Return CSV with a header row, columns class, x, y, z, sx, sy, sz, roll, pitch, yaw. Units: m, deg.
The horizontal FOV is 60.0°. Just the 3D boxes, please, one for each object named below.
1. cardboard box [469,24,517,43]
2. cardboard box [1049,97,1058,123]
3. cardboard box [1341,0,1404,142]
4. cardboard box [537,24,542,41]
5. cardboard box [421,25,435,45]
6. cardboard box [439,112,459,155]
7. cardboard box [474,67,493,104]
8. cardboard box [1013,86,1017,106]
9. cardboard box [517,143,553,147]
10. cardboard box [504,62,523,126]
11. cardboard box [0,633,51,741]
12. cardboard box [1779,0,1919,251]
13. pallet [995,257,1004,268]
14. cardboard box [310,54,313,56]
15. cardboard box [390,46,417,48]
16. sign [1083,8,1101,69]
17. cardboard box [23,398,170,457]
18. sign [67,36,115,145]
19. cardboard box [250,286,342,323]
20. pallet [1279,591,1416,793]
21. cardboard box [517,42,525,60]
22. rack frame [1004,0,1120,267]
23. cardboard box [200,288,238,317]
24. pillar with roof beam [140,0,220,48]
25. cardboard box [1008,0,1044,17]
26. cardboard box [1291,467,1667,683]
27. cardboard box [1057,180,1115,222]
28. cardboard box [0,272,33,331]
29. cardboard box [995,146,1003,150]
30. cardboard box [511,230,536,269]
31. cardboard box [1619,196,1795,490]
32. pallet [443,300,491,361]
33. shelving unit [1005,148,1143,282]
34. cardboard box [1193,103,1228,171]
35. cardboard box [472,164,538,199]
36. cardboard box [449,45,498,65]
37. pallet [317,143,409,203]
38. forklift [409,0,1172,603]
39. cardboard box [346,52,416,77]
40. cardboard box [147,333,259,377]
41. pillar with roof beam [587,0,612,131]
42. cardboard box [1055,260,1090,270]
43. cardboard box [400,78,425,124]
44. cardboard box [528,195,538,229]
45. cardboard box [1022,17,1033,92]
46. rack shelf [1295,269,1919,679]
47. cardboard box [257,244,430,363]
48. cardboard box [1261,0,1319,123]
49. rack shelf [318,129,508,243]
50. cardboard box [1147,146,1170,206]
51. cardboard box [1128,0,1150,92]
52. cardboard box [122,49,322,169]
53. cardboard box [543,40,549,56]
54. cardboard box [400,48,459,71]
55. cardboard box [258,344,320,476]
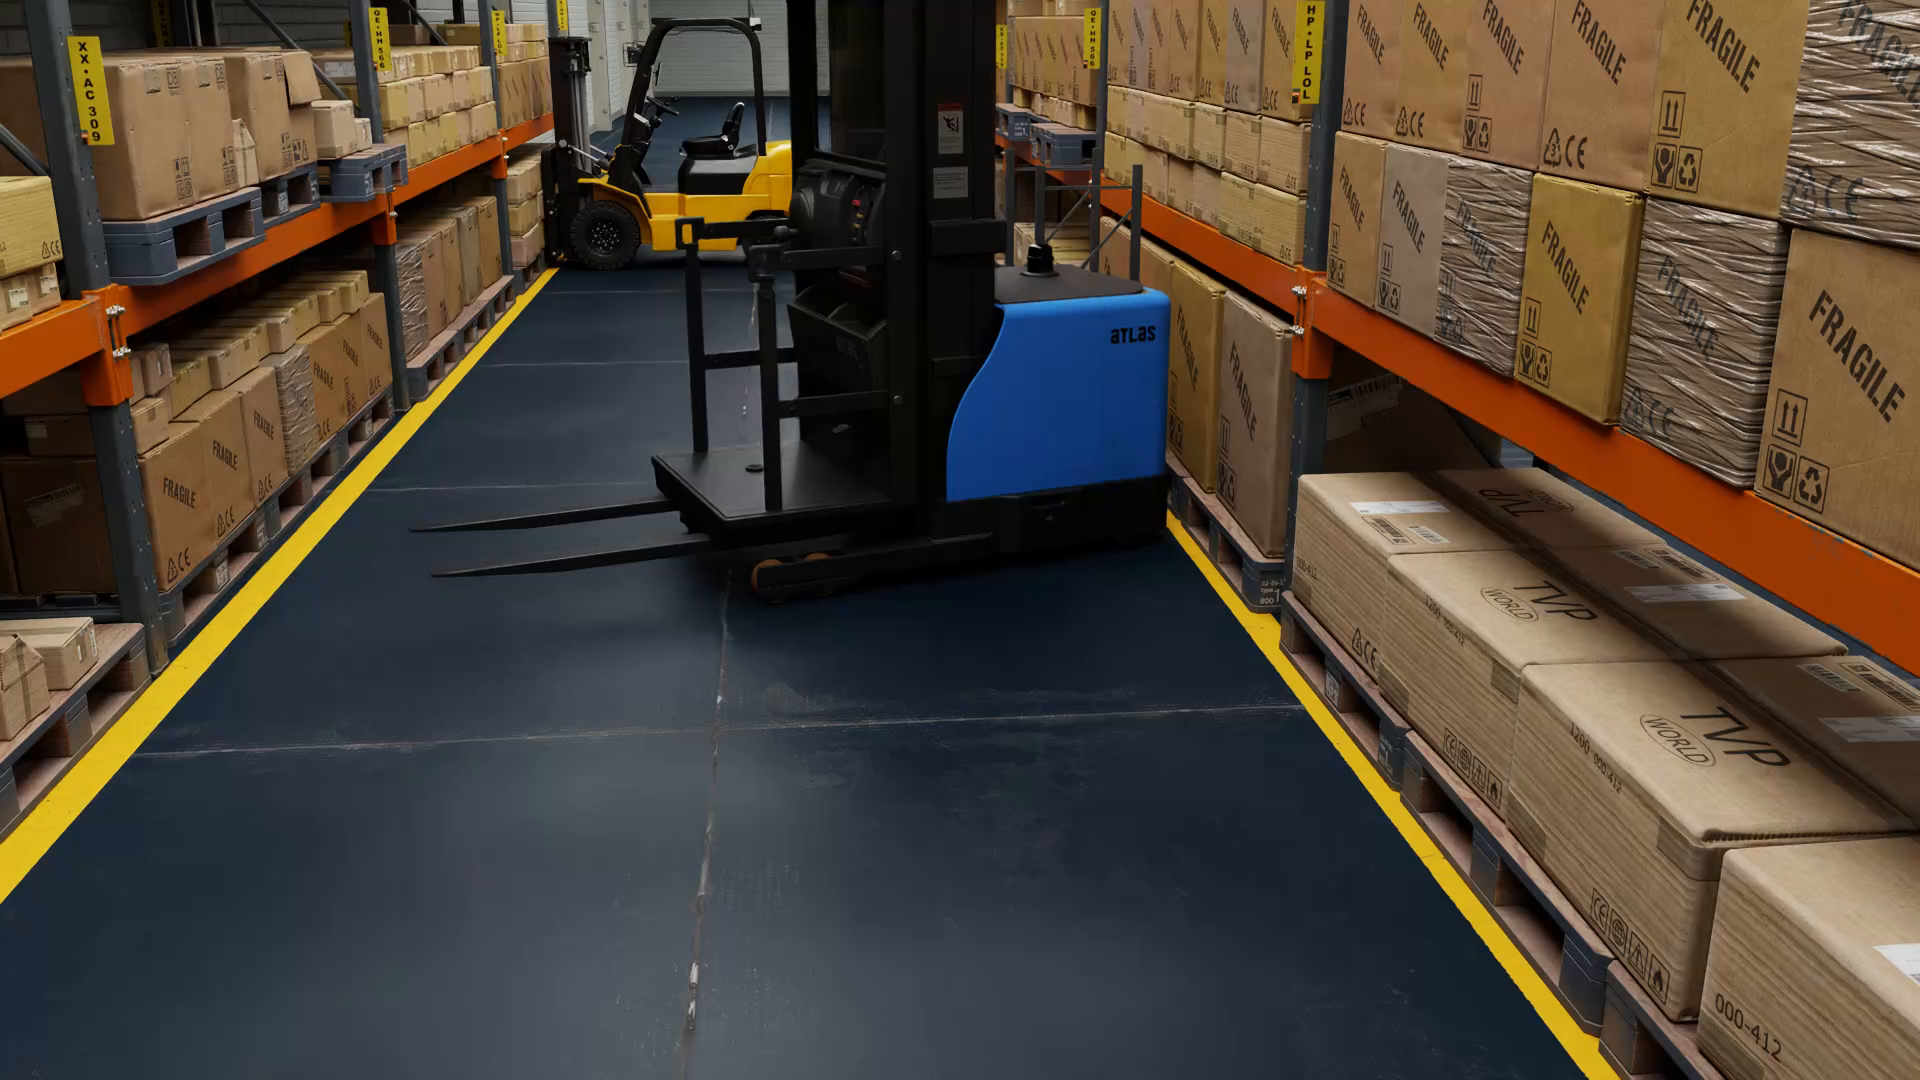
class,x,y,z,sx,sy,sz,roll,pitch,yaw
cardboard box,-3.936,-4.256,13.981,0.380,0.149,0.250,-2,18,-7
cardboard box,0.783,-2.788,10.767,0.380,0.149,0.250,-1,17,-5
cardboard box,1.502,-1.492,5.087,0.500,0.500,0.500,-2,18,-5
cardboard box,-4.035,-4.636,15.191,0.380,0.149,0.250,-1,17,-4
cardboard box,-4.386,-4.007,13.186,0.380,0.149,0.250,-2,18,-7
cardboard box,-3.617,-2.680,10.957,0.500,0.250,0.500,-1,17,-4
cardboard box,-3.763,-3.375,12.334,0.500,0.250,0.500,-2,18,-7
cardboard box,0.612,-3.406,12.738,0.380,0.149,0.250,-2,17,-5
cardboard box,-4.123,-3.776,16.416,0.500,0.250,0.500,-1,17,-4
cardboard box,-3.924,-3.689,13.751,0.500,0.500,0.500,-1,17,-5
cardboard box,-2.856,0.405,4.743,0.396,0.266,0.258,-1,17,-4
cardboard box,1.737,-0.741,2.693,0.500,0.500,0.500,-2,18,-5
pallet,0.764,-2.369,14.371,1.003,0.211,1.213,-2,18,-6
cardboard box,-3.994,-2.756,9.697,0.380,0.149,0.250,-2,18,-6
cardboard box,-4.245,-3.592,12.360,0.380,0.149,0.250,-2,18,-7
sign,0.743,-2.804,9.299,0.100,0.325,0.005,-2,18,-6
cardboard box,-3.015,-0.395,5.816,0.380,0.149,0.250,-1,17,-3
sign,-2.704,-1.395,5.166,0.100,0.325,0.005,-2,18,-6
cardboard box,-3.310,-1.172,8.291,0.380,0.149,0.250,-2,18,-7
pallet,1.695,0.442,5.415,1.003,0.211,1.213,-2,18,-6
cardboard box,-3.943,-4.188,14.261,0.380,0.149,0.250,-2,18,-7
rack frame,0.869,-3.500,13.319,1.000,3.000,0.127,-2,18,-6
cardboard box,-3.806,-1.155,8.237,0.380,0.149,0.250,-2,17,-5
pillar with roof beam,-0.404,-5.510,9.705,9.100,9.000,0.400,-2,18,-6
cardboard box,0.566,-4.049,12.618,0.380,0.149,0.250,-2,18,-6
cardboard box,1.652,0.095,5.441,0.875,0.438,0.875,-2,18,-6
cardboard box,1.077,-2.931,14.142,0.500,0.500,0.500,-1,17,-3
cardboard box,-2.910,-0.679,4.750,0.380,0.149,0.250,-1,17,-4
cardboard box,0.326,-3.527,16.041,0.500,0.500,0.500,-2,18,-8
cardboard box,-3.789,-2.389,13.668,0.500,0.250,0.500,-2,18,-5
cardboard box,1.694,-0.411,3.313,0.500,0.500,0.500,-1,17,-4
pallet,-3.824,-1.433,11.389,1.003,0.211,1.213,-2,18,-6
shelving unit,0.545,-1.172,8.407,0.587,1.500,1.083,-2,18,-6
cardboard box,1.288,-1.711,7.034,0.500,0.250,0.500,-1,17,-4
cardboard box,-3.848,-3.018,14.002,0.500,0.250,0.500,-2,18,-6
cardboard box,-3.839,-3.806,13.043,0.380,0.149,0.250,-2,18,-7
pallet,-3.516,-1.863,8.423,1.213,0.211,1.003,-2,18,-6
forklift,-0.674,-1.336,6.538,3.031,2.935,1.130,-8,19,-23
cardboard box,-3.571,-2.922,10.227,0.380,0.149,0.250,-2,17,-5
cardboard box,-3.212,-0.782,7.049,0.380,0.149,0.250,-1,17,-4
pillar with roof beam,-2.880,-12.660,32.481,9.100,9.000,0.400,-2,18,-6
cardboard box,1.149,-1.644,11.090,0.950,0.372,0.625,-2,18,-7
cardboard box,-3.509,-2.610,9.899,0.500,0.250,0.500,-1,17,-4
cardboard box,-3.865,-2.777,14.068,0.500,0.250,0.500,-2,18,-6
cardboard box,0.722,-3.445,11.778,0.500,0.500,0.500,-2,18,-6
rack shelf,1.900,-0.178,3.937,1.077,0.370,4.000,-2,18,-6
cardboard box,-3.706,-1.408,9.917,0.875,0.625,0.625,-1,17,-4
cardboard box,1.398,-1.767,5.962,0.500,0.500,0.500,-1,17,-4
rack shelf,-3.862,-2.407,11.037,1.077,0.370,4.000,-2,18,-6
cardboard box,1.201,-1.775,8.072,0.500,0.250,0.500,-1,17,-4
cardboard box,1.150,-2.531,8.396,0.500,0.500,0.500,-2,18,-5
cardboard box,-3.303,-1.923,7.422,0.797,0.503,0.637,-2,18,-7
cardboard box,-4.110,-4.725,15.970,0.380,0.149,0.250,-1,17,-5
cardboard box,-3.671,-3.303,11.441,0.380,0.149,0.250,-2,18,-7
cardboard box,-3.228,-0.583,7.499,0.500,0.500,0.500,-2,18,-8
